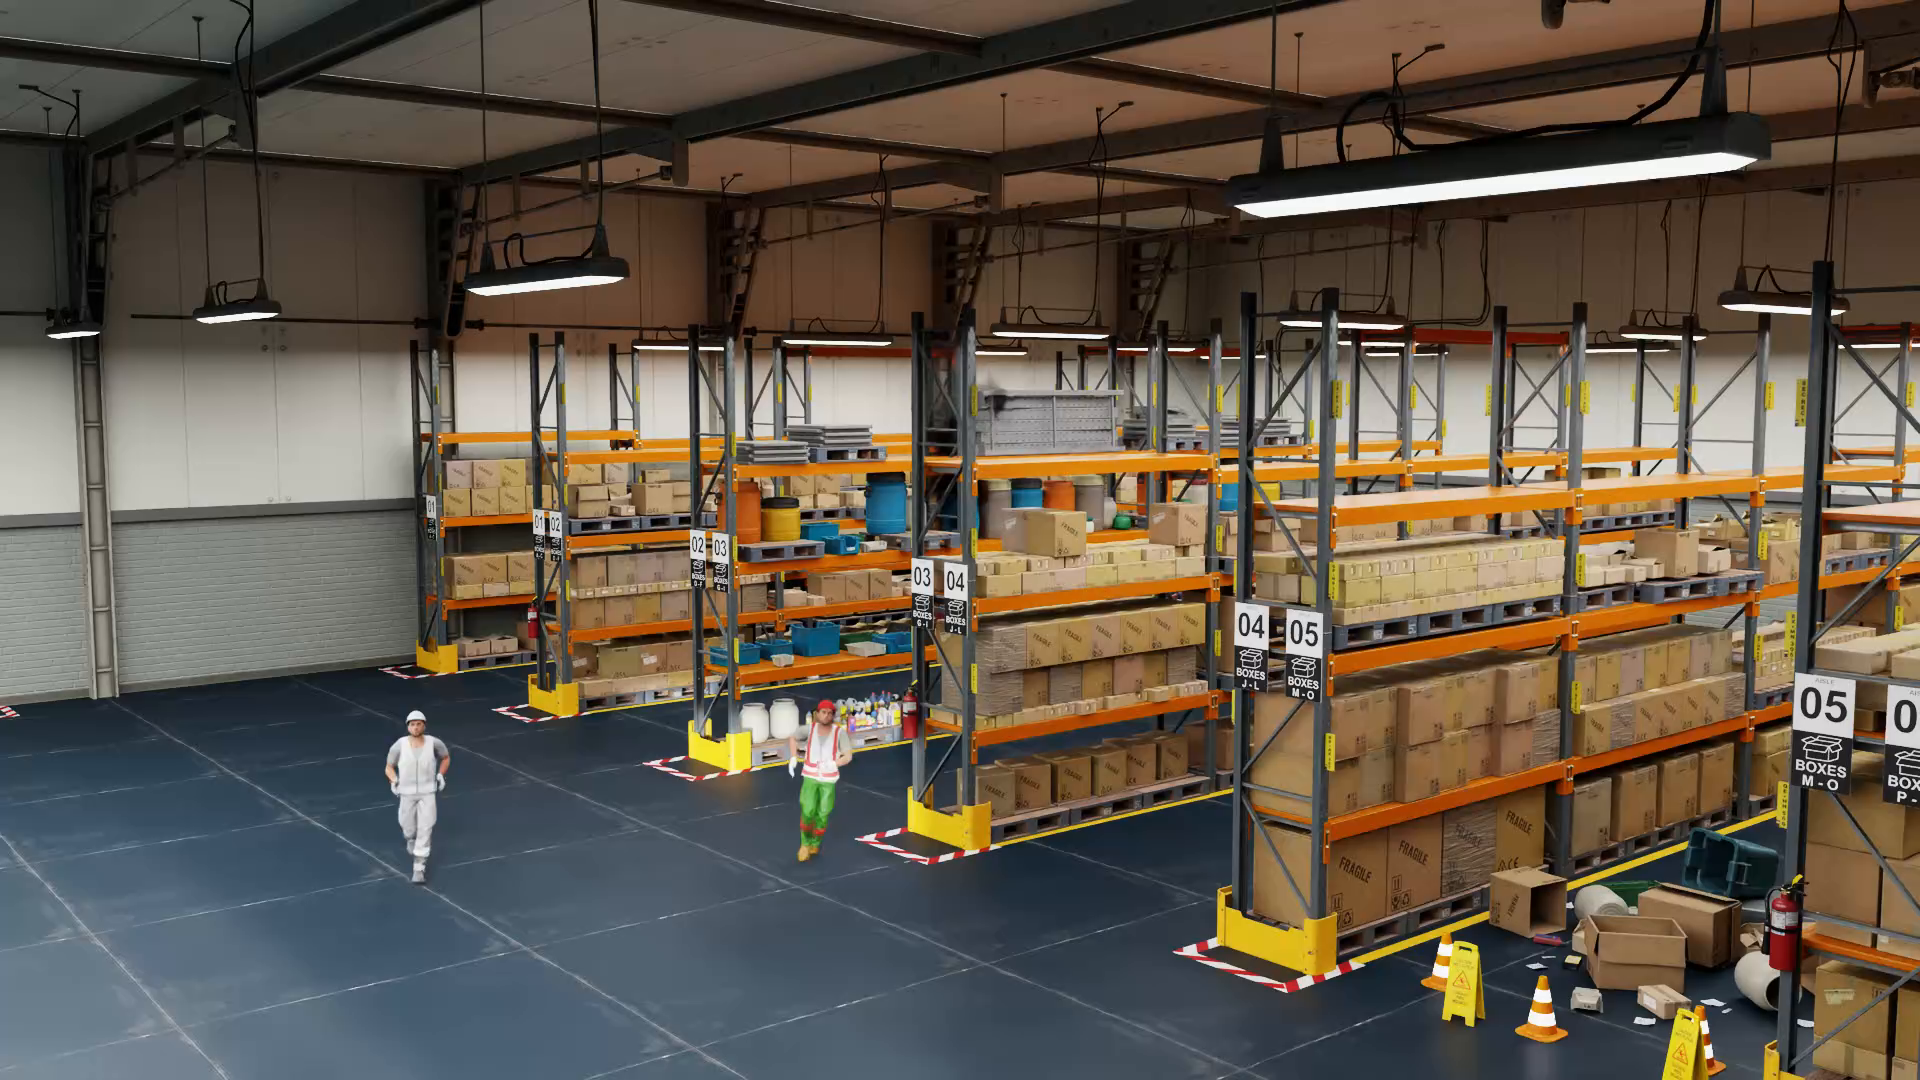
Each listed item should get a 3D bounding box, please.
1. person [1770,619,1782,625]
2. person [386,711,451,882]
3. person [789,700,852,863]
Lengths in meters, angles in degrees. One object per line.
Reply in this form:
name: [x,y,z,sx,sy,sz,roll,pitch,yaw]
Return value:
person: [12.368,2.014,25.230,0.733,1.634,0.590,-4,7,-39]
person: [-5.707,2.669,17.549,0.653,1.758,0.818,-2,6,-18]
person: [-1.514,2.615,18.110,0.683,1.755,0.633,-1,5,-8]
